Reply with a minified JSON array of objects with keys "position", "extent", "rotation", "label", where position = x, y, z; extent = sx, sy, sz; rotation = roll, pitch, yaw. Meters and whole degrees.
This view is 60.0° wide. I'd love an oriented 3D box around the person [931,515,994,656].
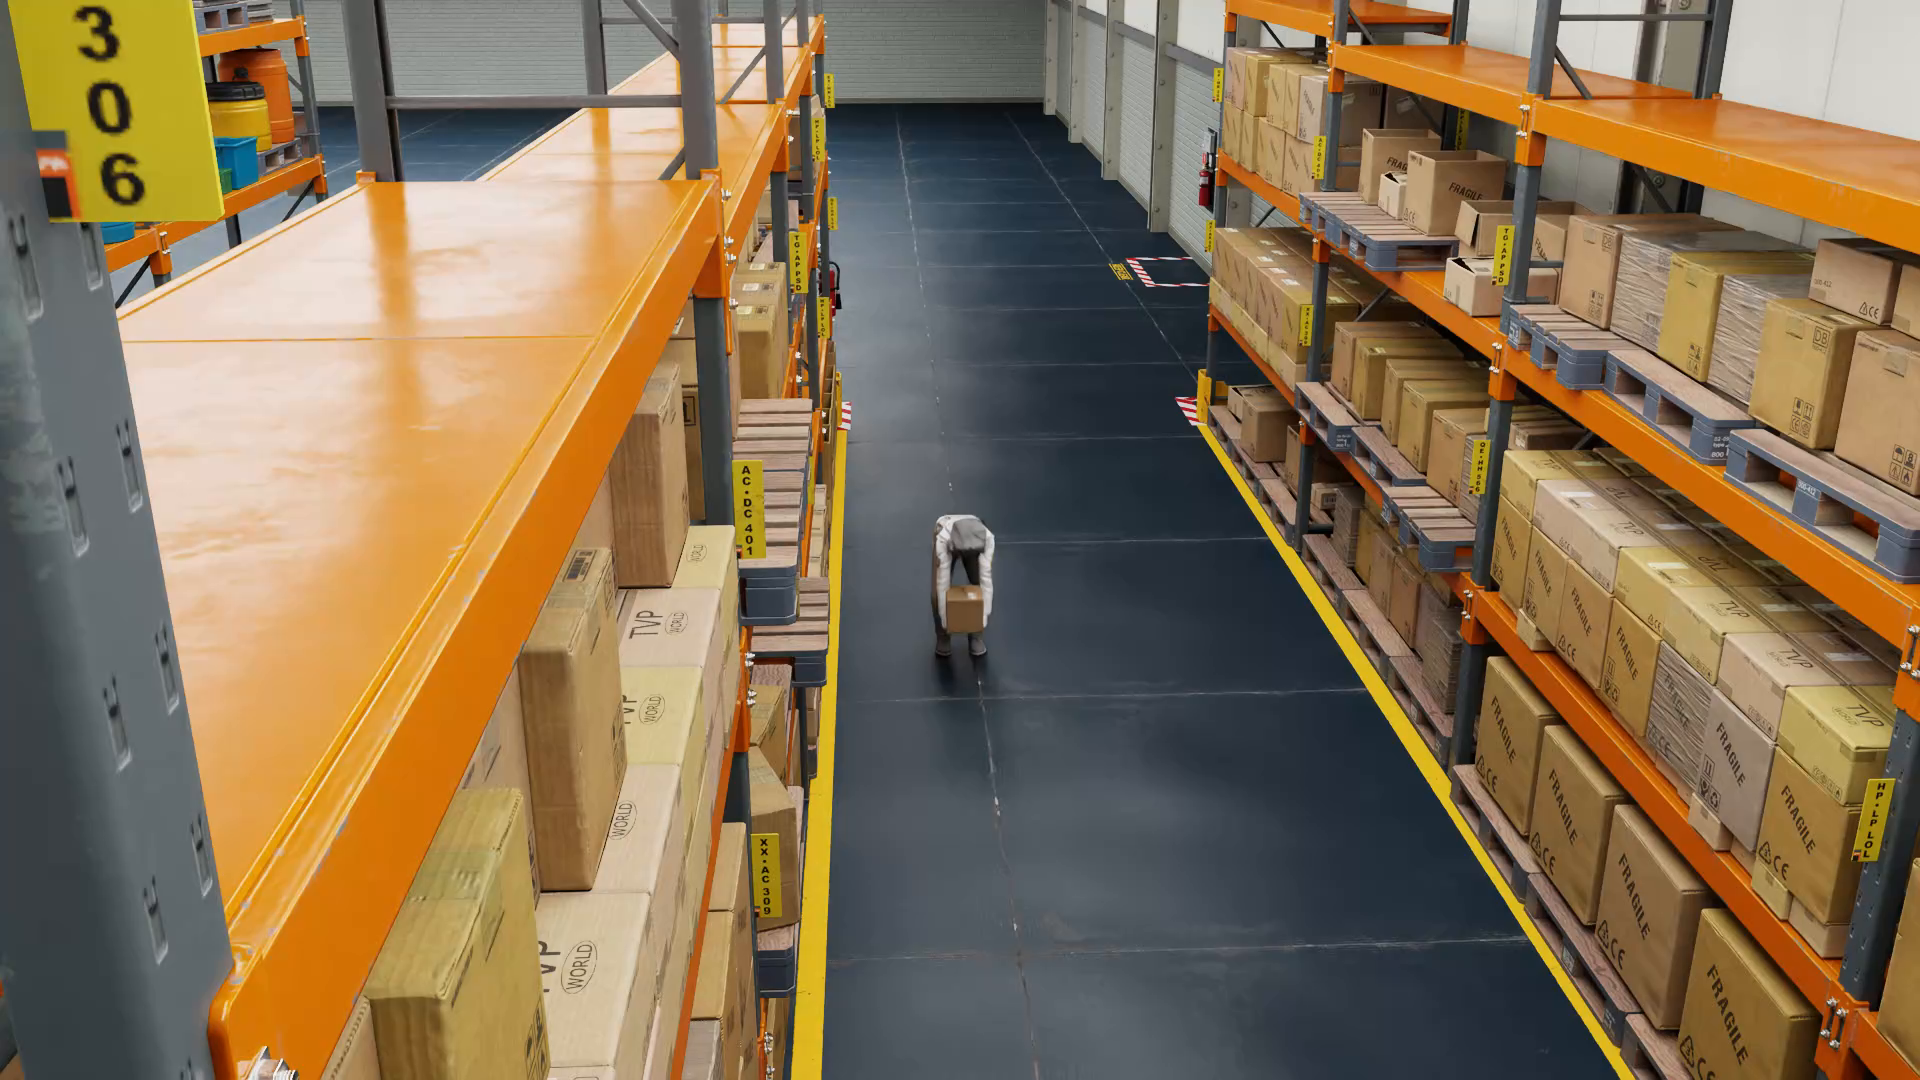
[{"position":[0.017,0.313,11.741],"extent":[0.432,1.190,0.908],"rotation":[-2,21,-5],"label":"person"}]
